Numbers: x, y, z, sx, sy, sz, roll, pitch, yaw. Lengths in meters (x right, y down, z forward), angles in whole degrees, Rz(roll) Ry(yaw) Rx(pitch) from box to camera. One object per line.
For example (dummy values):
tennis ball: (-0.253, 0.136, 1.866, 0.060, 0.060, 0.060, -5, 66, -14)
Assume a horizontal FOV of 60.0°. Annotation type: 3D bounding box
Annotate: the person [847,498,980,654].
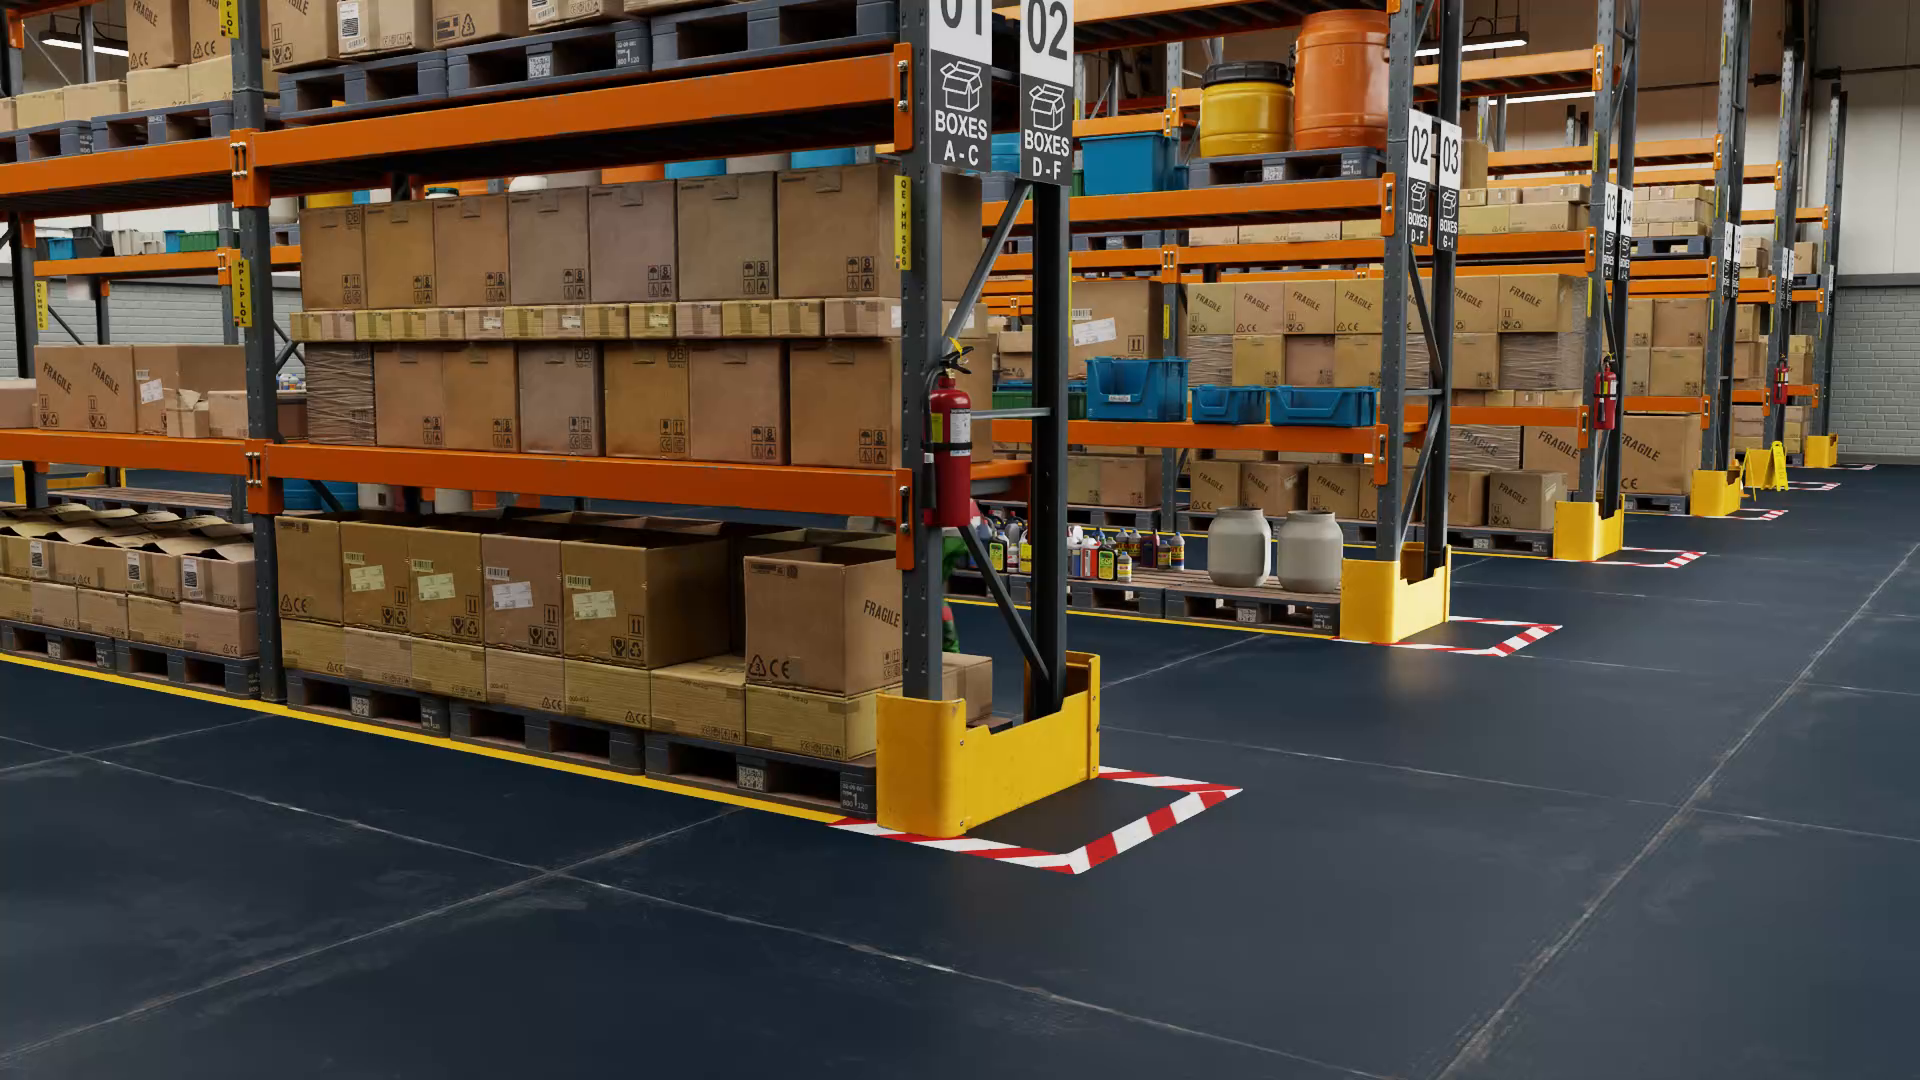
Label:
person: (-0.344, 0.154, 9.127, 0.947, 1.157, 0.509, 4, 7, 31)
